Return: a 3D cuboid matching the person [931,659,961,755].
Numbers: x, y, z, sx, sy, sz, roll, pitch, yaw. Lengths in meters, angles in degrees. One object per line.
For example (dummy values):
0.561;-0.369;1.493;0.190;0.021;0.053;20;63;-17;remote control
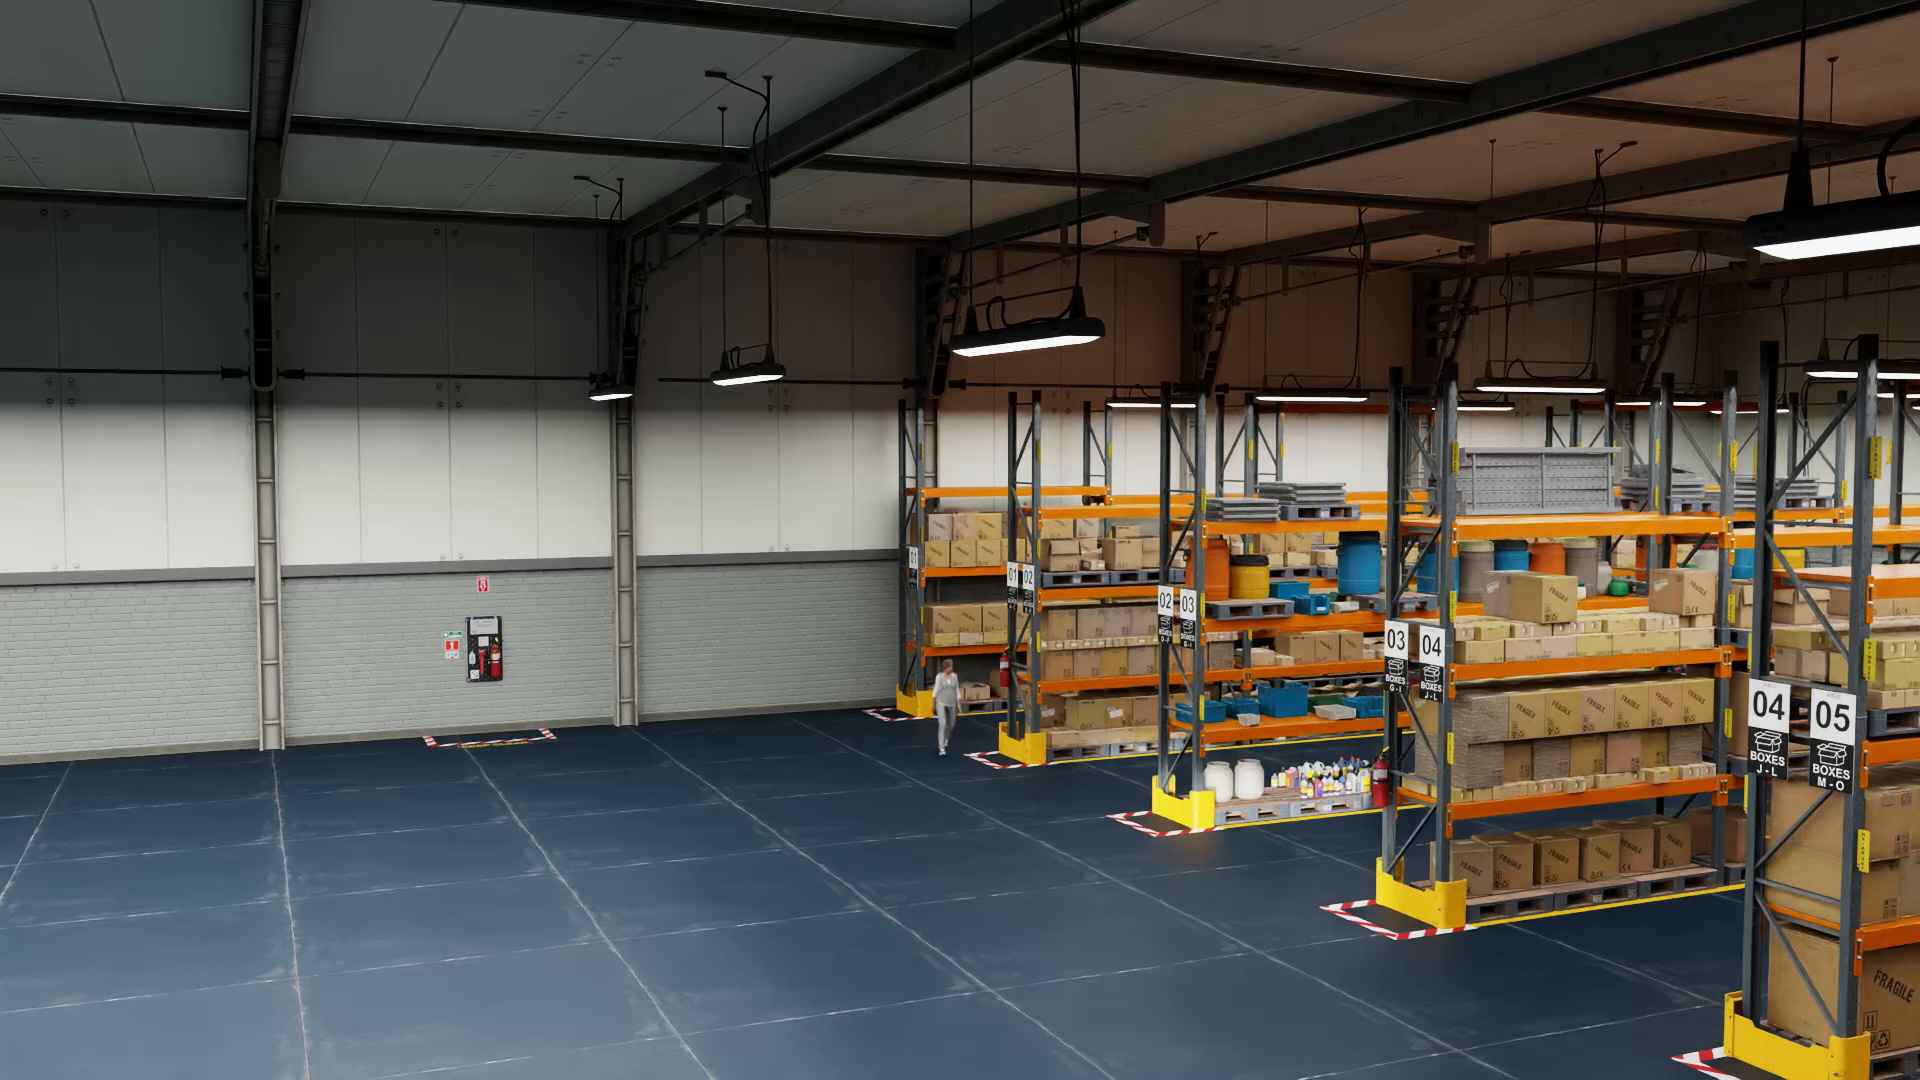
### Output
-0.244;2.751;27.724;0.445;1.563;0.751;-1;4;-22;person
